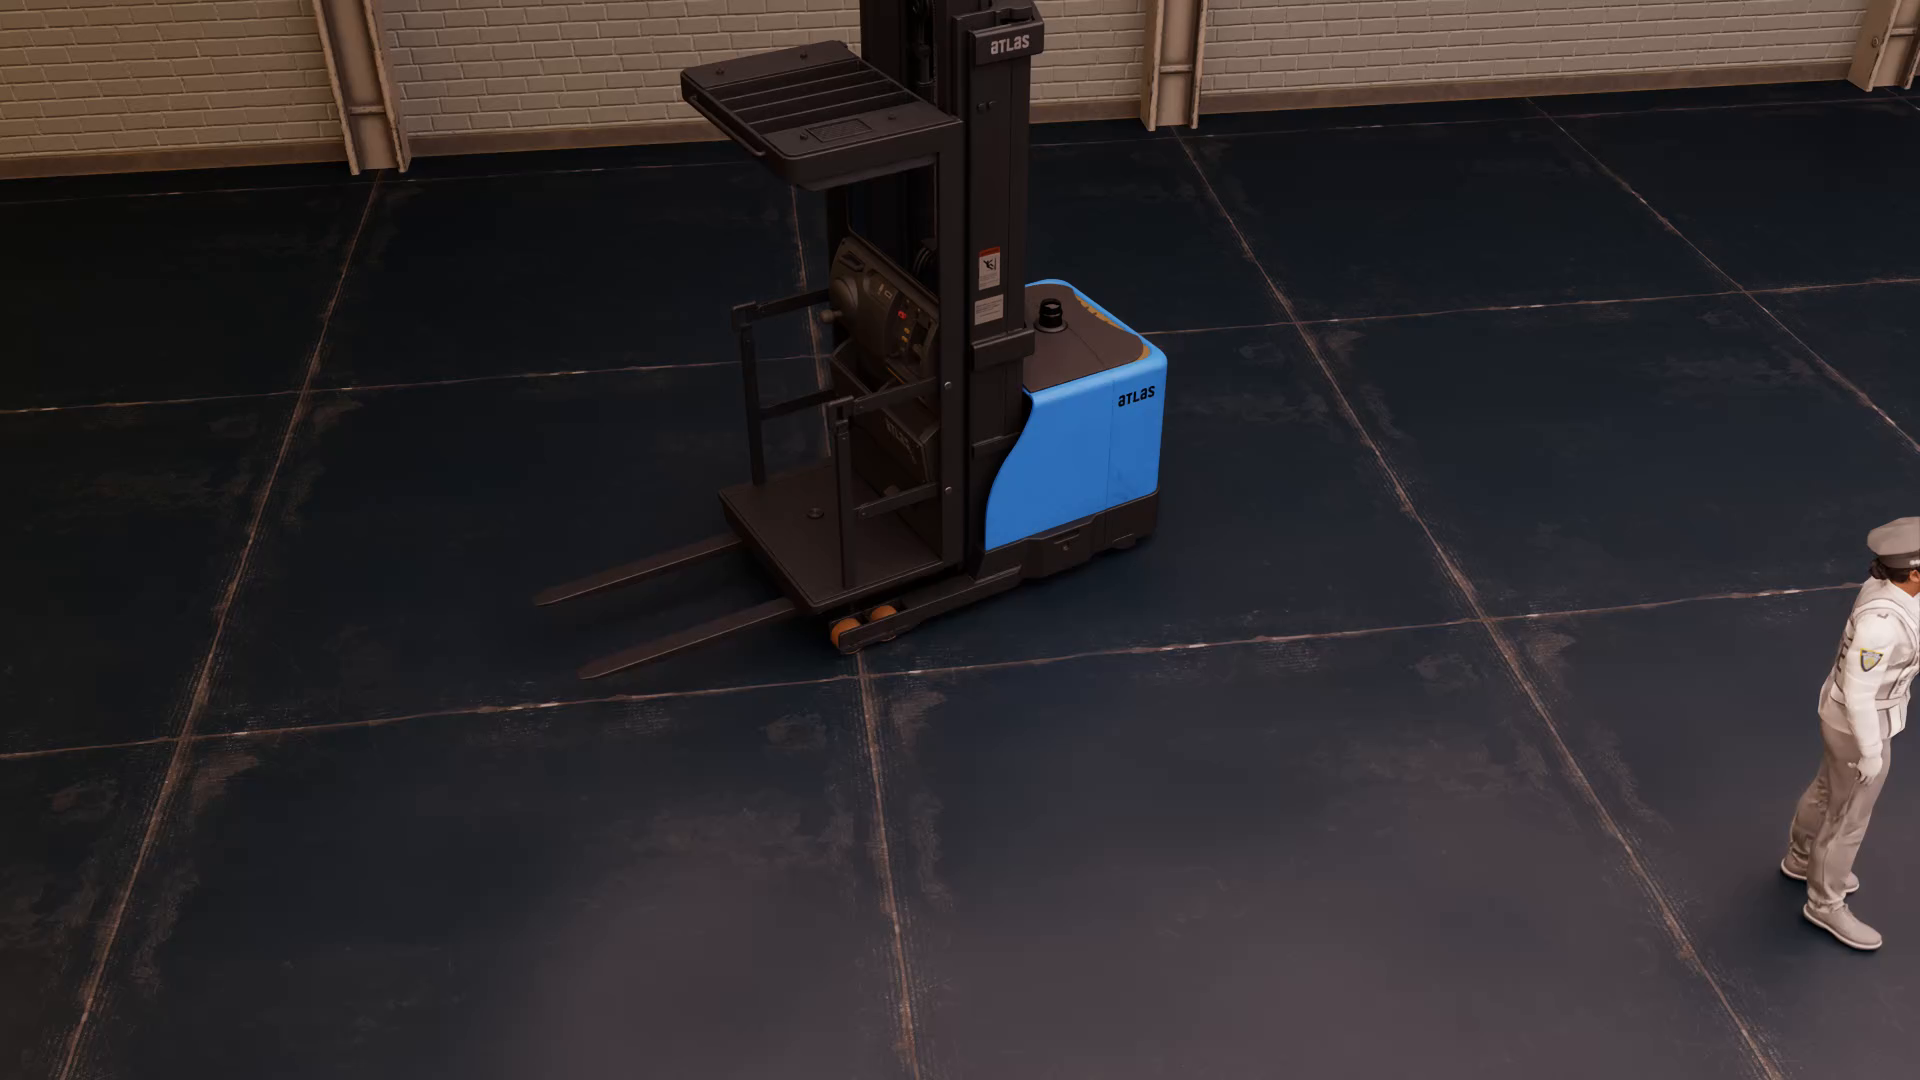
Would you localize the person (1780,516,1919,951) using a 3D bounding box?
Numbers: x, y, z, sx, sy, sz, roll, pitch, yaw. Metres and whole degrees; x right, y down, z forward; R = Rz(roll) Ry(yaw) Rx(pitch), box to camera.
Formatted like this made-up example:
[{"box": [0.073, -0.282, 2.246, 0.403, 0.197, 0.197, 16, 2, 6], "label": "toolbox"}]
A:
[{"box": [3.403, 0.675, 6.135, 0.533, 1.695, 0.586, 18, 40, 24], "label": "person"}]

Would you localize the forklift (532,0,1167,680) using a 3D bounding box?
[{"box": [-0.526, -1.008, 7.419, 3.031, 2.935, 1.130, -19, 40, -24], "label": "forklift"}]
